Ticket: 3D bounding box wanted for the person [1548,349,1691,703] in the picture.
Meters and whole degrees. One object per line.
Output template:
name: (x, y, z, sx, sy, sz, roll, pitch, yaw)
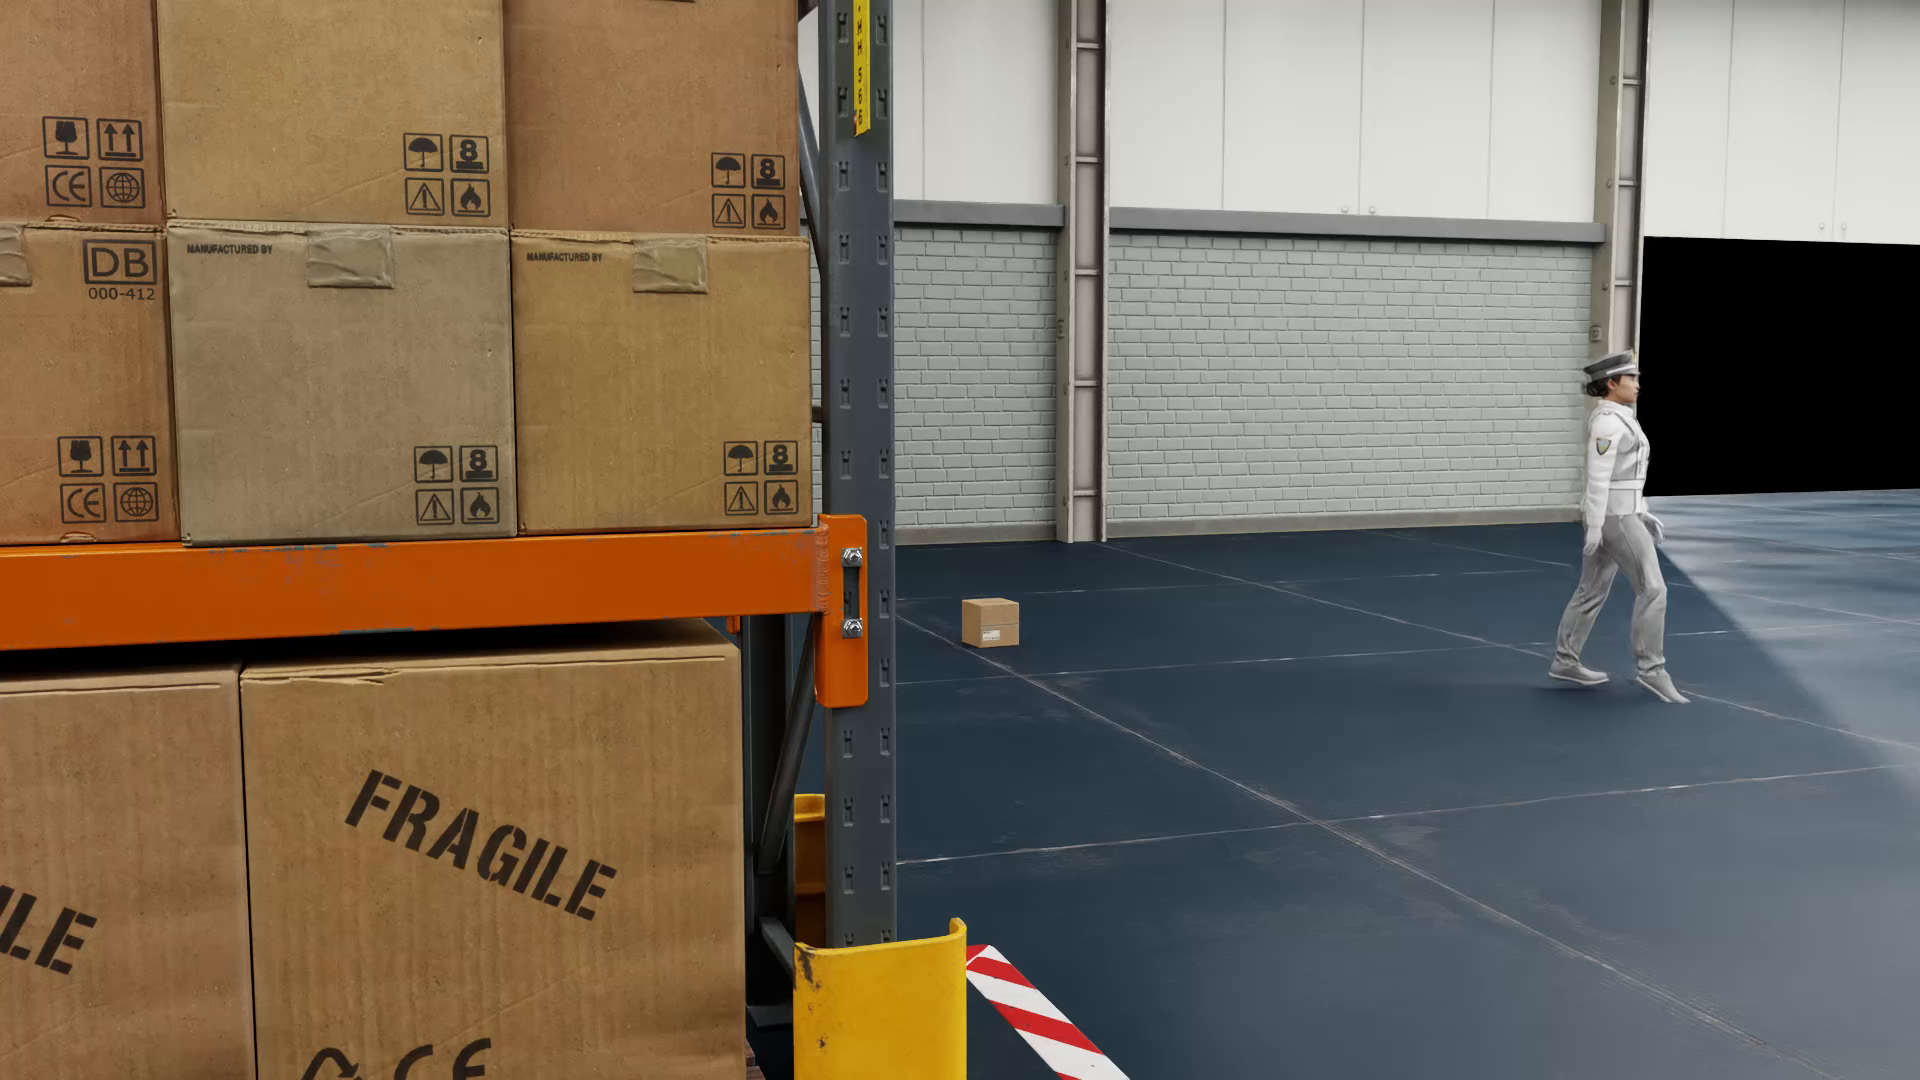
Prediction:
person: (3.274, -0.064, 8.193, 0.656, 1.744, 0.502, 2, 6, 18)
